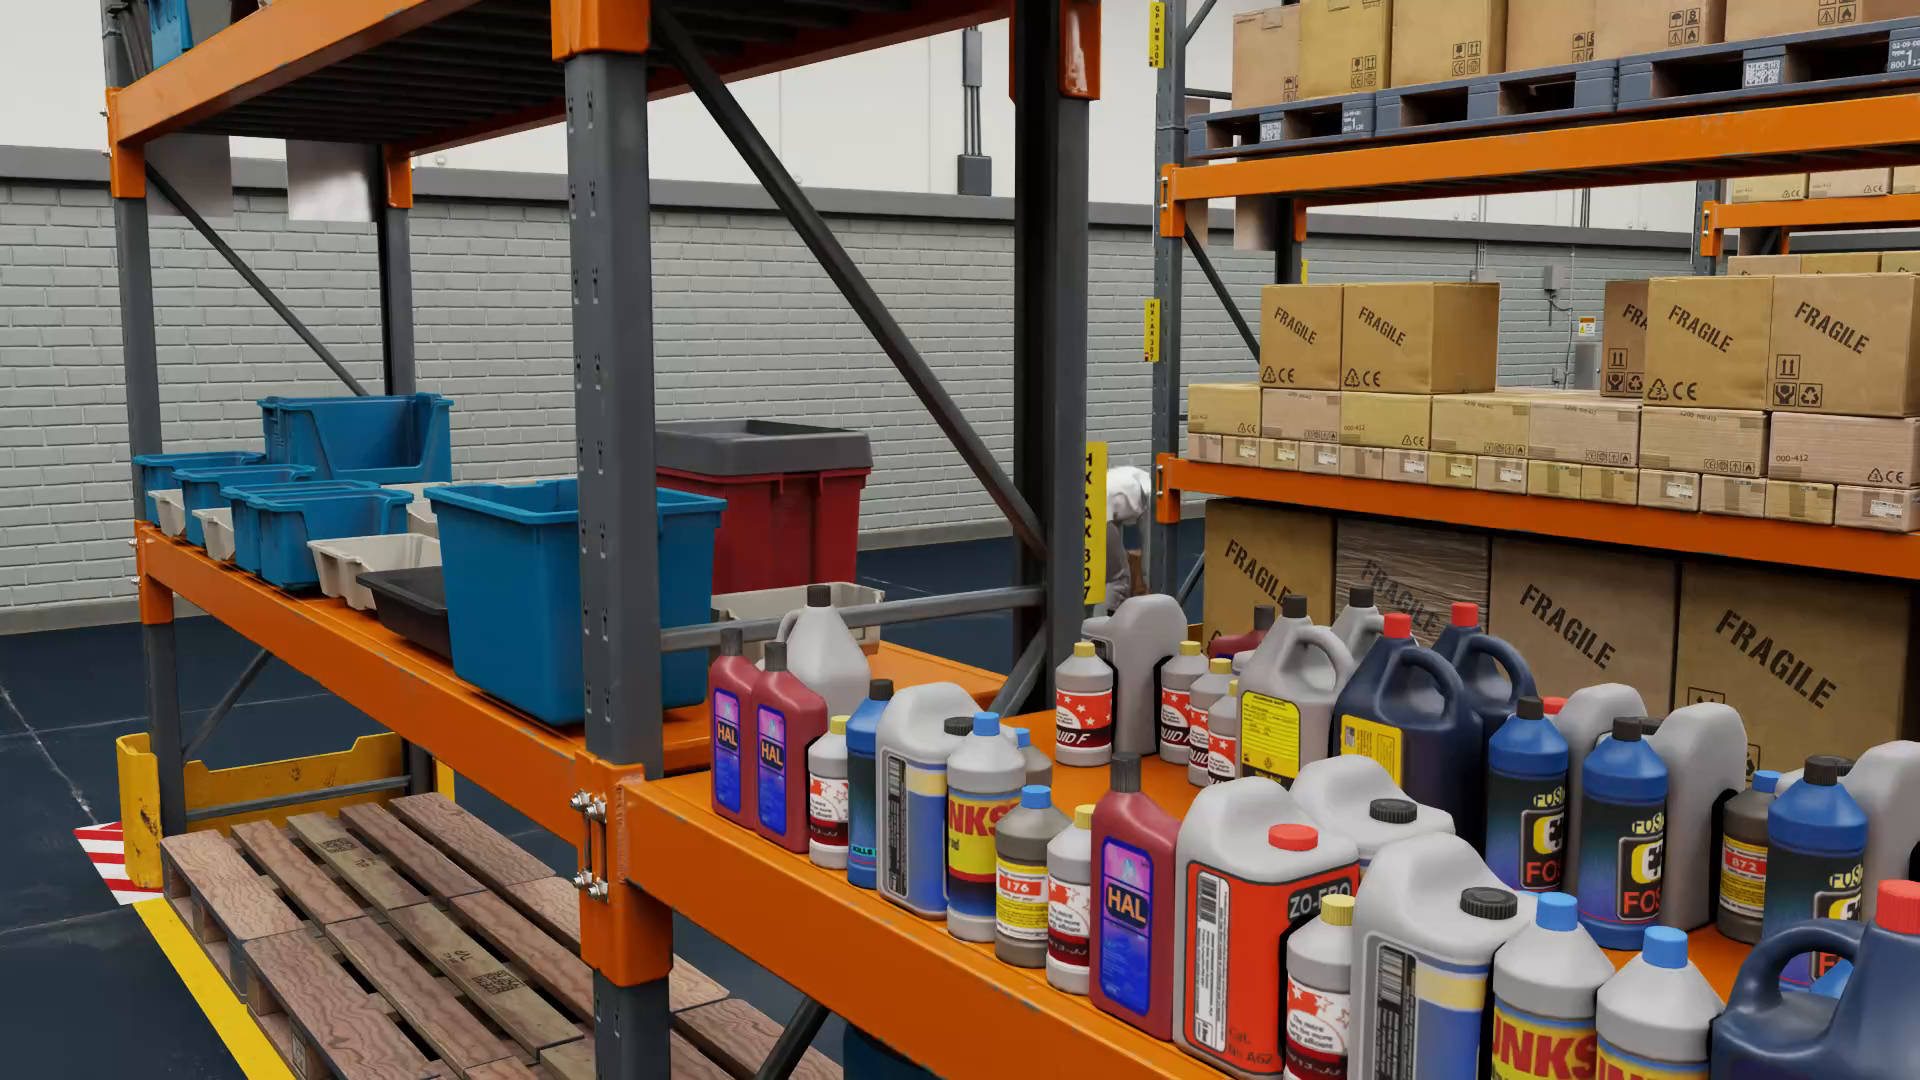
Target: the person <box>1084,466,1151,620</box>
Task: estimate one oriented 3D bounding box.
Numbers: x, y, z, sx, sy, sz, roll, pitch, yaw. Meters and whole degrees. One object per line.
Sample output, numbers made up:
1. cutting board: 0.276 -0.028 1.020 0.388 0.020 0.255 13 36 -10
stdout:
1. person: 0.986 0.112 10.202 1.003 1.152 0.463 -6 10 -38
